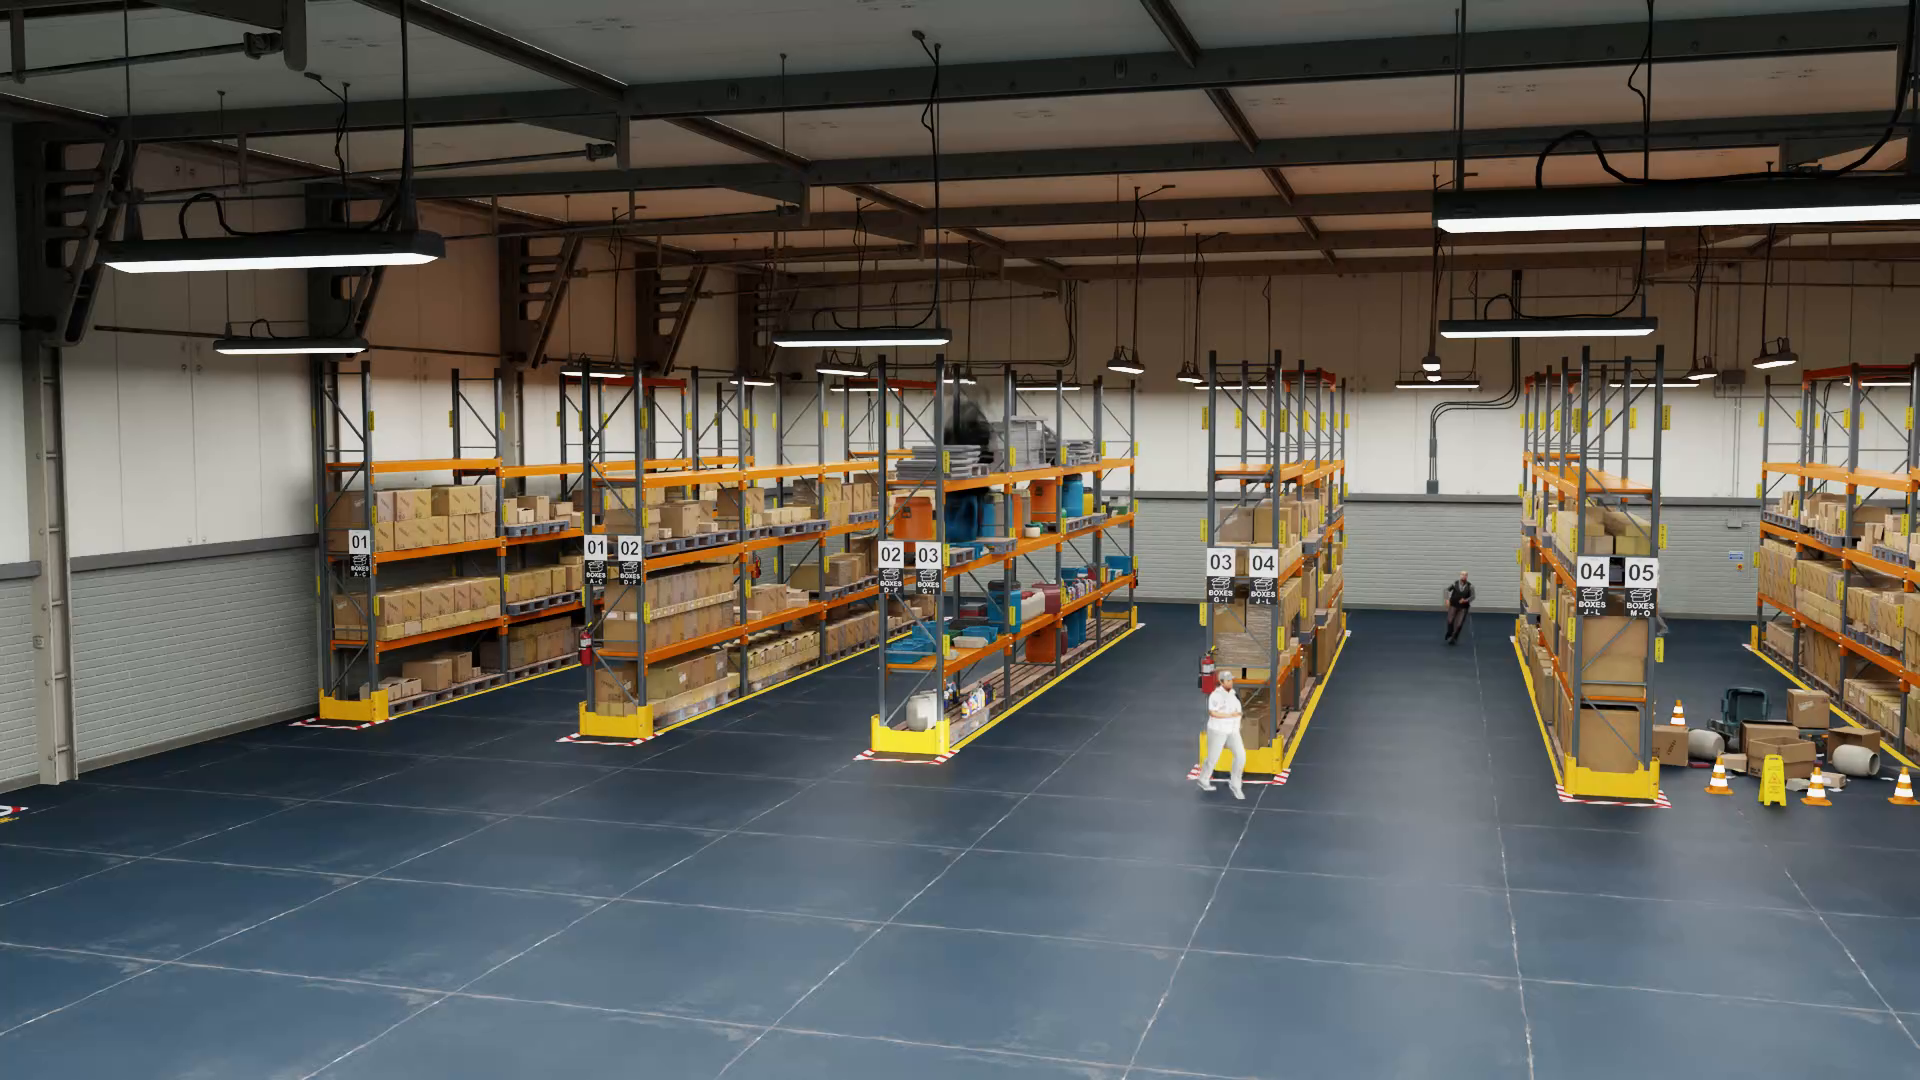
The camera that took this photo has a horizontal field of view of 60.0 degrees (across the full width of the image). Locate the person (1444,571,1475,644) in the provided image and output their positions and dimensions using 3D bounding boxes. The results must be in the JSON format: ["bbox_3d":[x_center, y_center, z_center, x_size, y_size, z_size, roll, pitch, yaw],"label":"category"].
[{"bbox_3d":[11.201,1.517,37.287,0.667,1.650,0.520,1,4,16],"label":"person"}]

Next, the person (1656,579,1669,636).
[{"bbox_3d":[15.854,1.390,38.257,0.888,1.812,0.662,2,4,23],"label":"person"}]

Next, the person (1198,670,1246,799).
[{"bbox_3d":[3.525,2.595,22.187,0.609,1.730,0.736,-3,5,-34],"label":"person"}]

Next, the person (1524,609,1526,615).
[{"bbox_3d":[13.381,1.380,38.883,0.575,1.678,0.718,2,5,26],"label":"person"}]
